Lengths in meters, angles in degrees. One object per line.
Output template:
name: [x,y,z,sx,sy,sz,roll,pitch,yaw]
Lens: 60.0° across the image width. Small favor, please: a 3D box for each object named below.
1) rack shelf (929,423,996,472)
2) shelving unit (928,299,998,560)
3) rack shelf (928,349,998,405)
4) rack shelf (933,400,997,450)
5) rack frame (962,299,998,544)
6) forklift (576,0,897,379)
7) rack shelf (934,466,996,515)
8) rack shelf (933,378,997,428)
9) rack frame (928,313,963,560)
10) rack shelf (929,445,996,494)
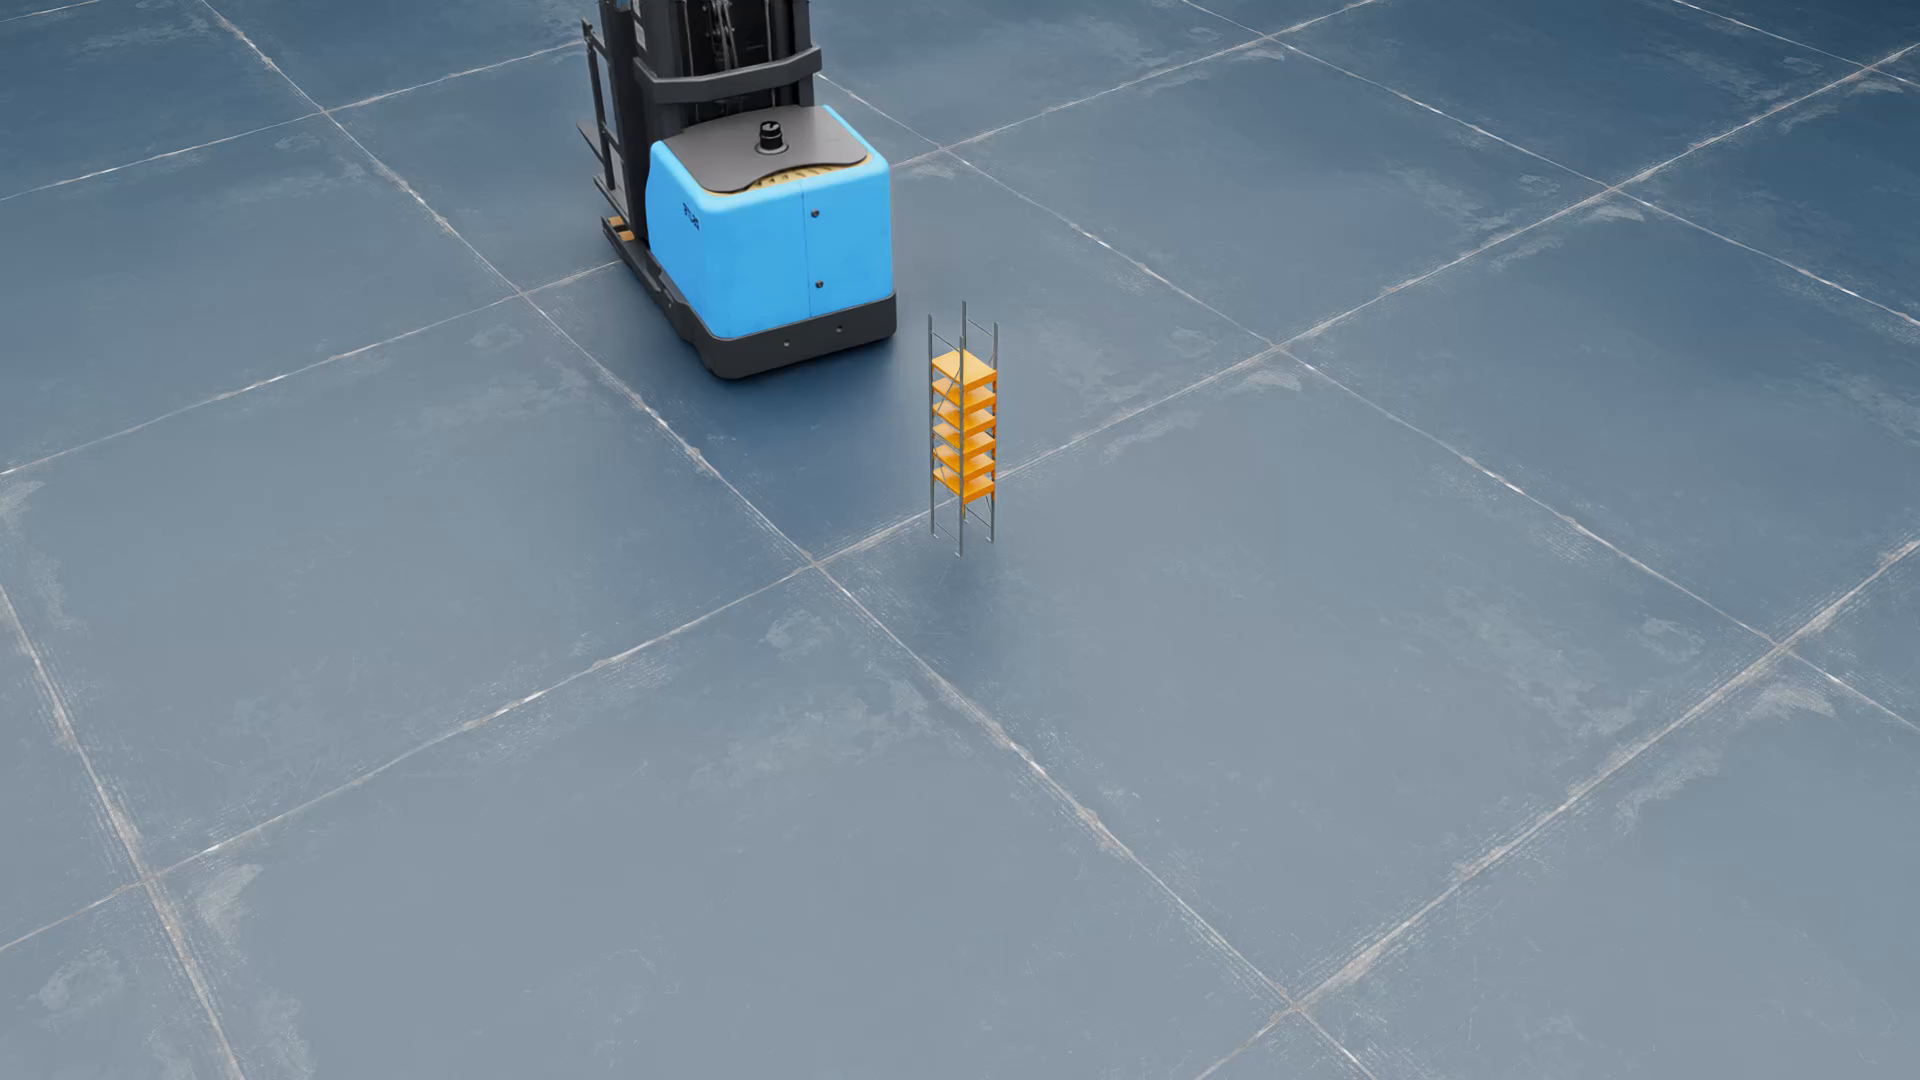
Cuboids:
rack shelf: [0.011,-0.435,7.404,0.180,0.103,0.258,-26,46,-28]
shelving unit: [0.011,-0.469,7.376,0.189,1.200,0.258,-26,46,-28]
rack shelf: [0.011,-0.713,7.176,0.180,0.103,0.258,-26,46,-28]
rack shelf: [0.011,-0.528,7.328,0.180,0.103,0.258,-26,46,-28]
rack frame: [0.084,-0.505,7.419,0.006,1.200,0.240,-26,46,-28]
forklift: [-1.468,-2.899,8.973,1.130,2.935,3.031,-18,43,-21]
rack shelf: [0.011,-0.250,7.557,0.180,0.103,0.258,-26,46,-28]
rack shelf: [0.011,-0.621,7.252,0.180,0.103,0.258,-26,46,-28]
rack frame: [-0.061,-0.434,7.333,0.006,1.200,0.240,-26,46,-28]
rack shelf: [0.011,-0.342,7.481,0.180,0.103,0.258,-26,46,-28]
